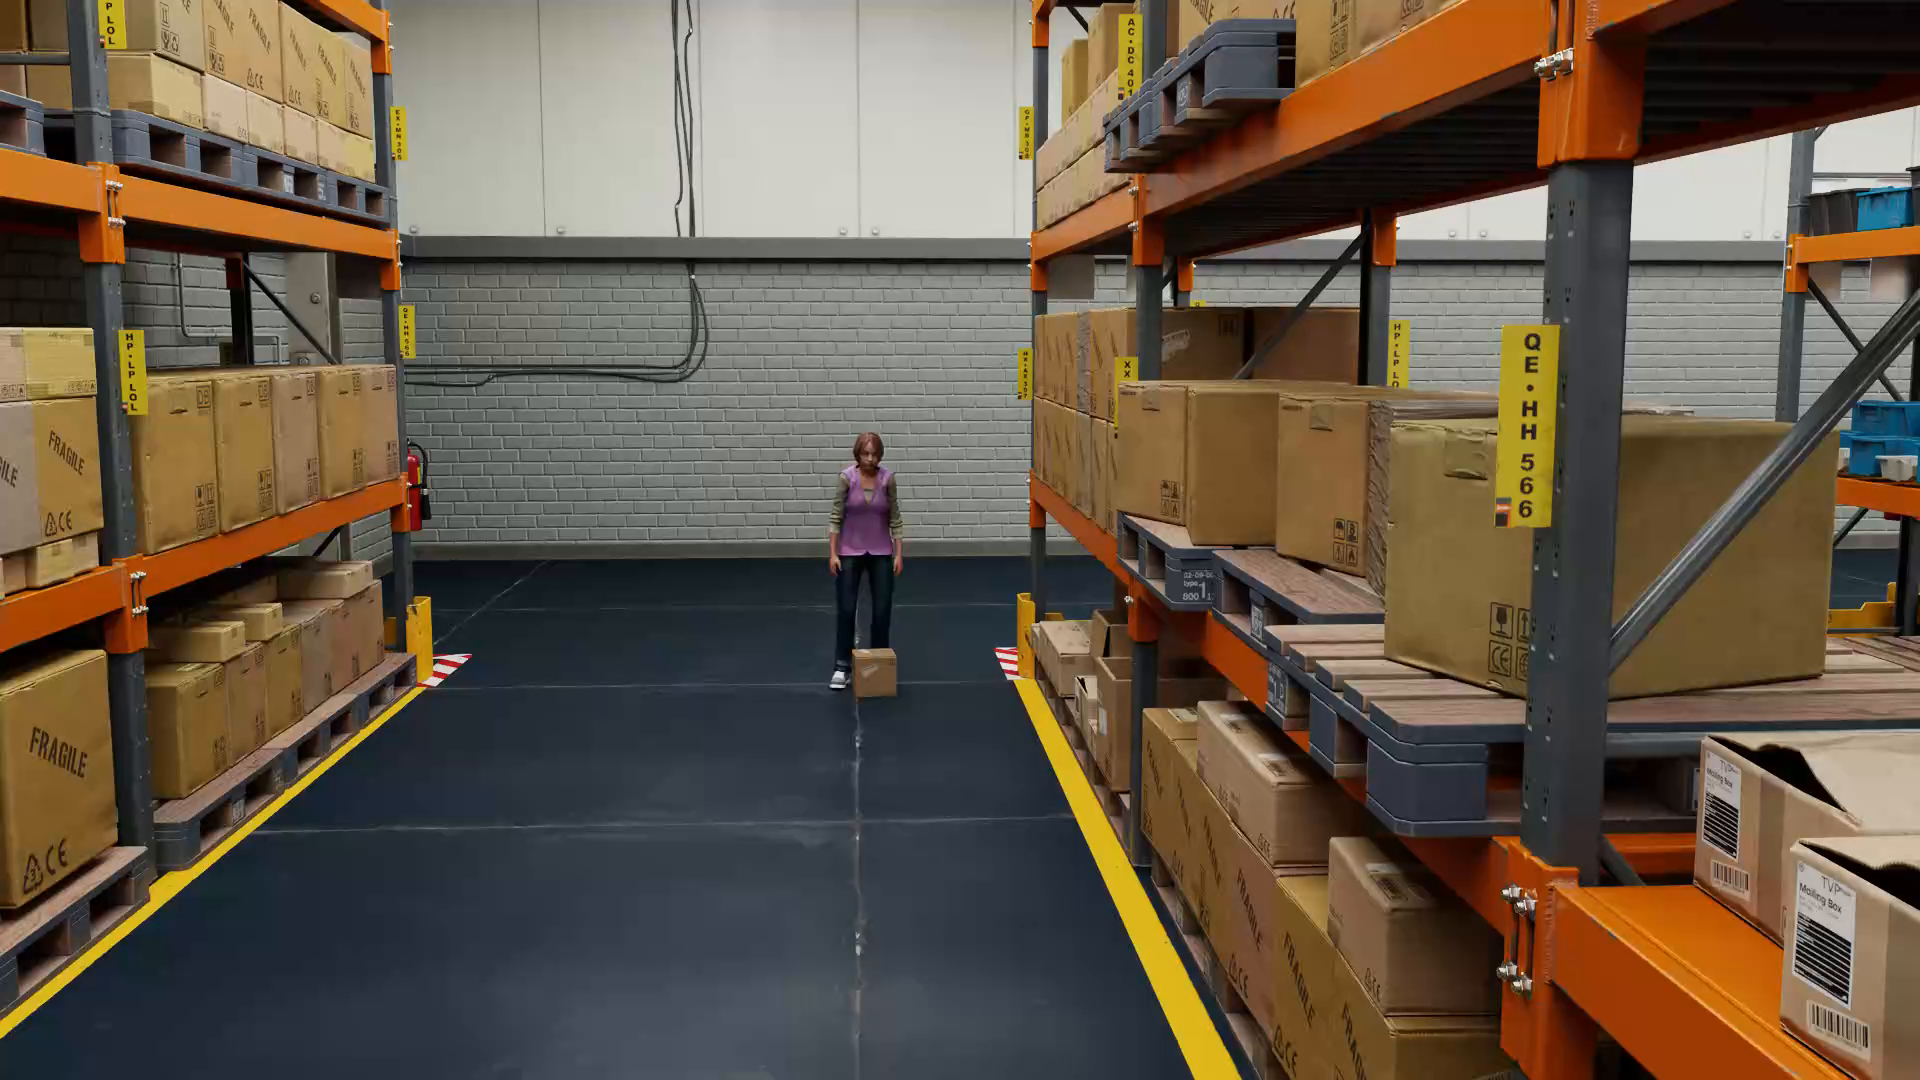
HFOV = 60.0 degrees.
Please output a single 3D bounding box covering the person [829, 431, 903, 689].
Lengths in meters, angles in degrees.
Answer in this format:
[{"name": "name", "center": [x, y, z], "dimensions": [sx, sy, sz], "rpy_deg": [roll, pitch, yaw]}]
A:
[{"name": "person", "center": [-0.586, 0.120, 10.339], "dimensions": [0.474, 1.592, 0.350], "rpy_deg": [-1, 7, -9]}]
